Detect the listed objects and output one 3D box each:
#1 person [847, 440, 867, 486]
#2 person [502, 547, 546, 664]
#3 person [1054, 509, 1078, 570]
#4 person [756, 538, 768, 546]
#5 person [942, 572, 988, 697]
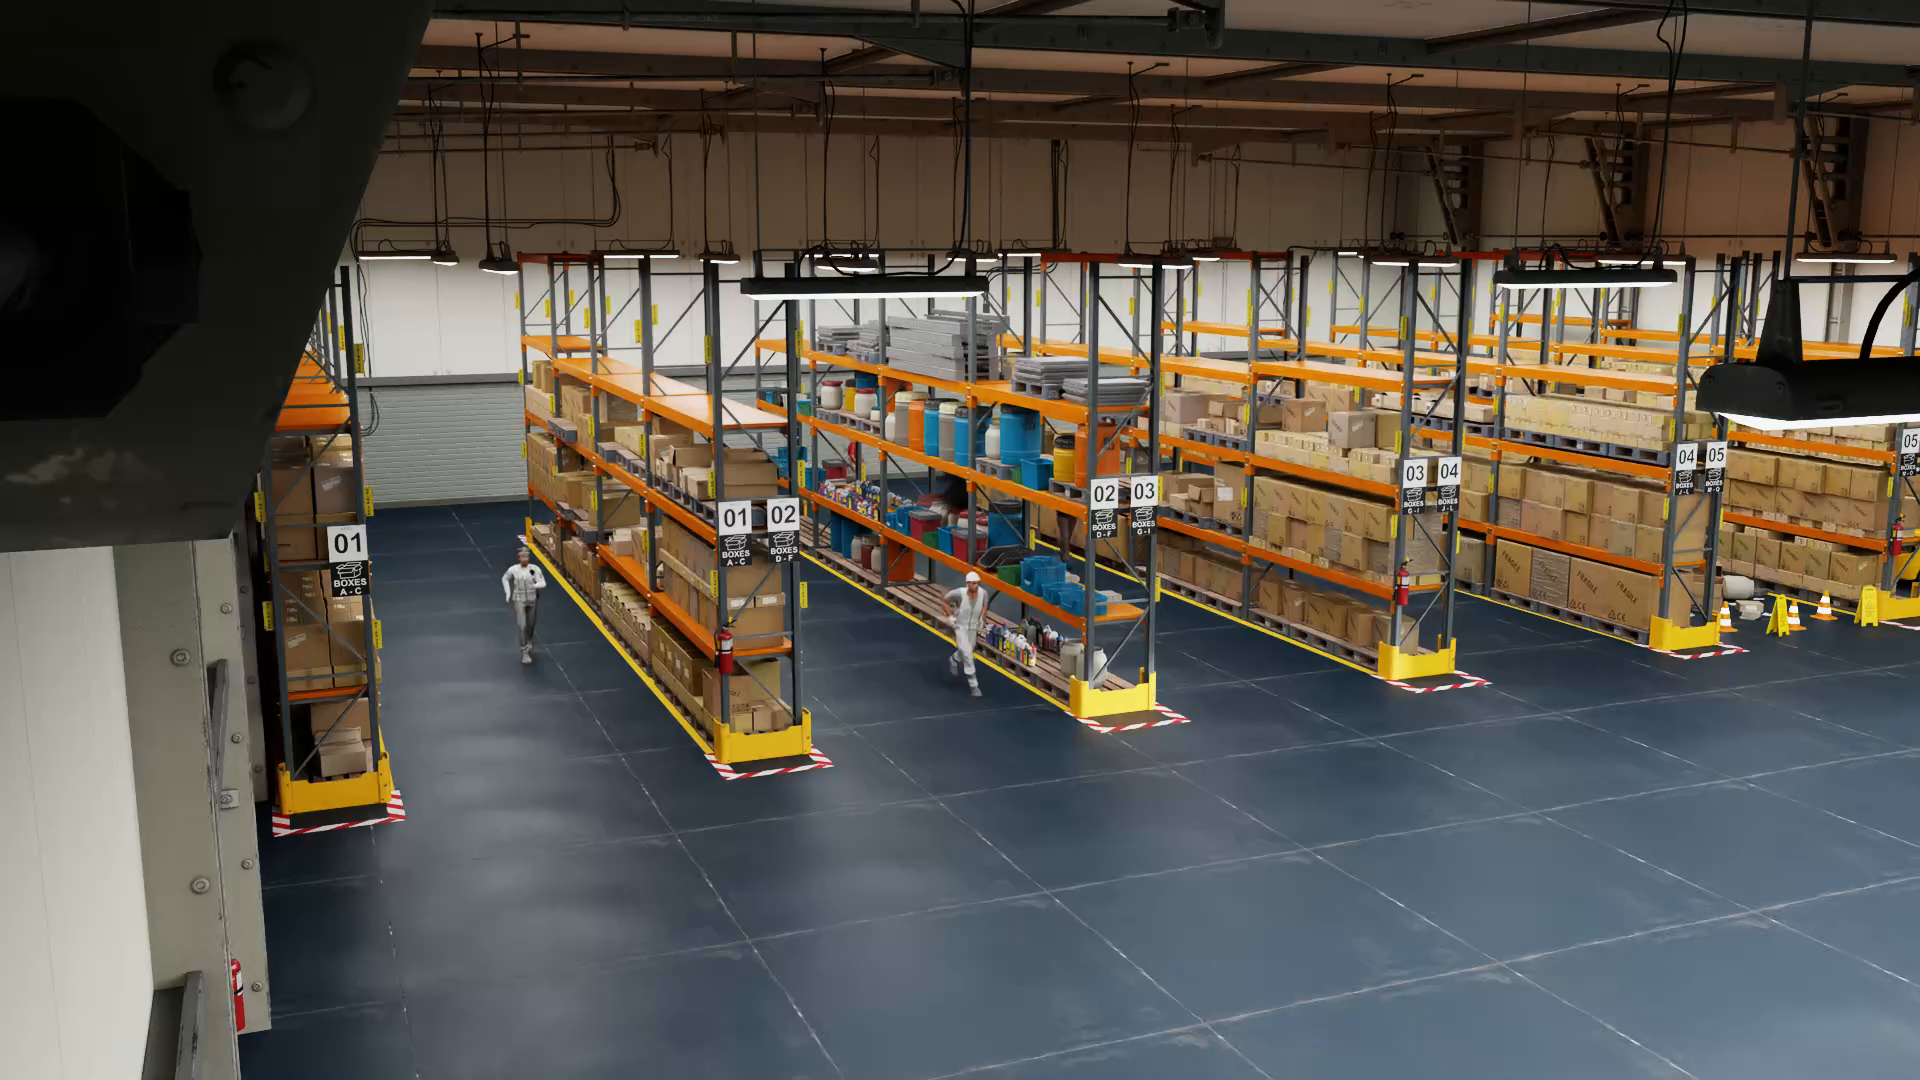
[{"bbox_3d":[-2.521,-1.729,39.854,0.602,1.684,0.666,-3,11,-14],"label":"person"},{"bbox_3d":[-6.549,0.936,25.084,0.599,1.708,0.860,-5,11,-23],"label":"person"},{"bbox_3d":[2.003,-0.391,30.883,0.650,1.794,0.770,-4,11,-19],"label":"person"},{"bbox_3d":[-3.524,-0.060,29.317,0.685,1.855,0.781,-6,12,-30],"label":"person"},{"bbox_3d":[0.041,1.266,23.407,0.670,1.782,0.996,-4,11,-23],"label":"person"}]
